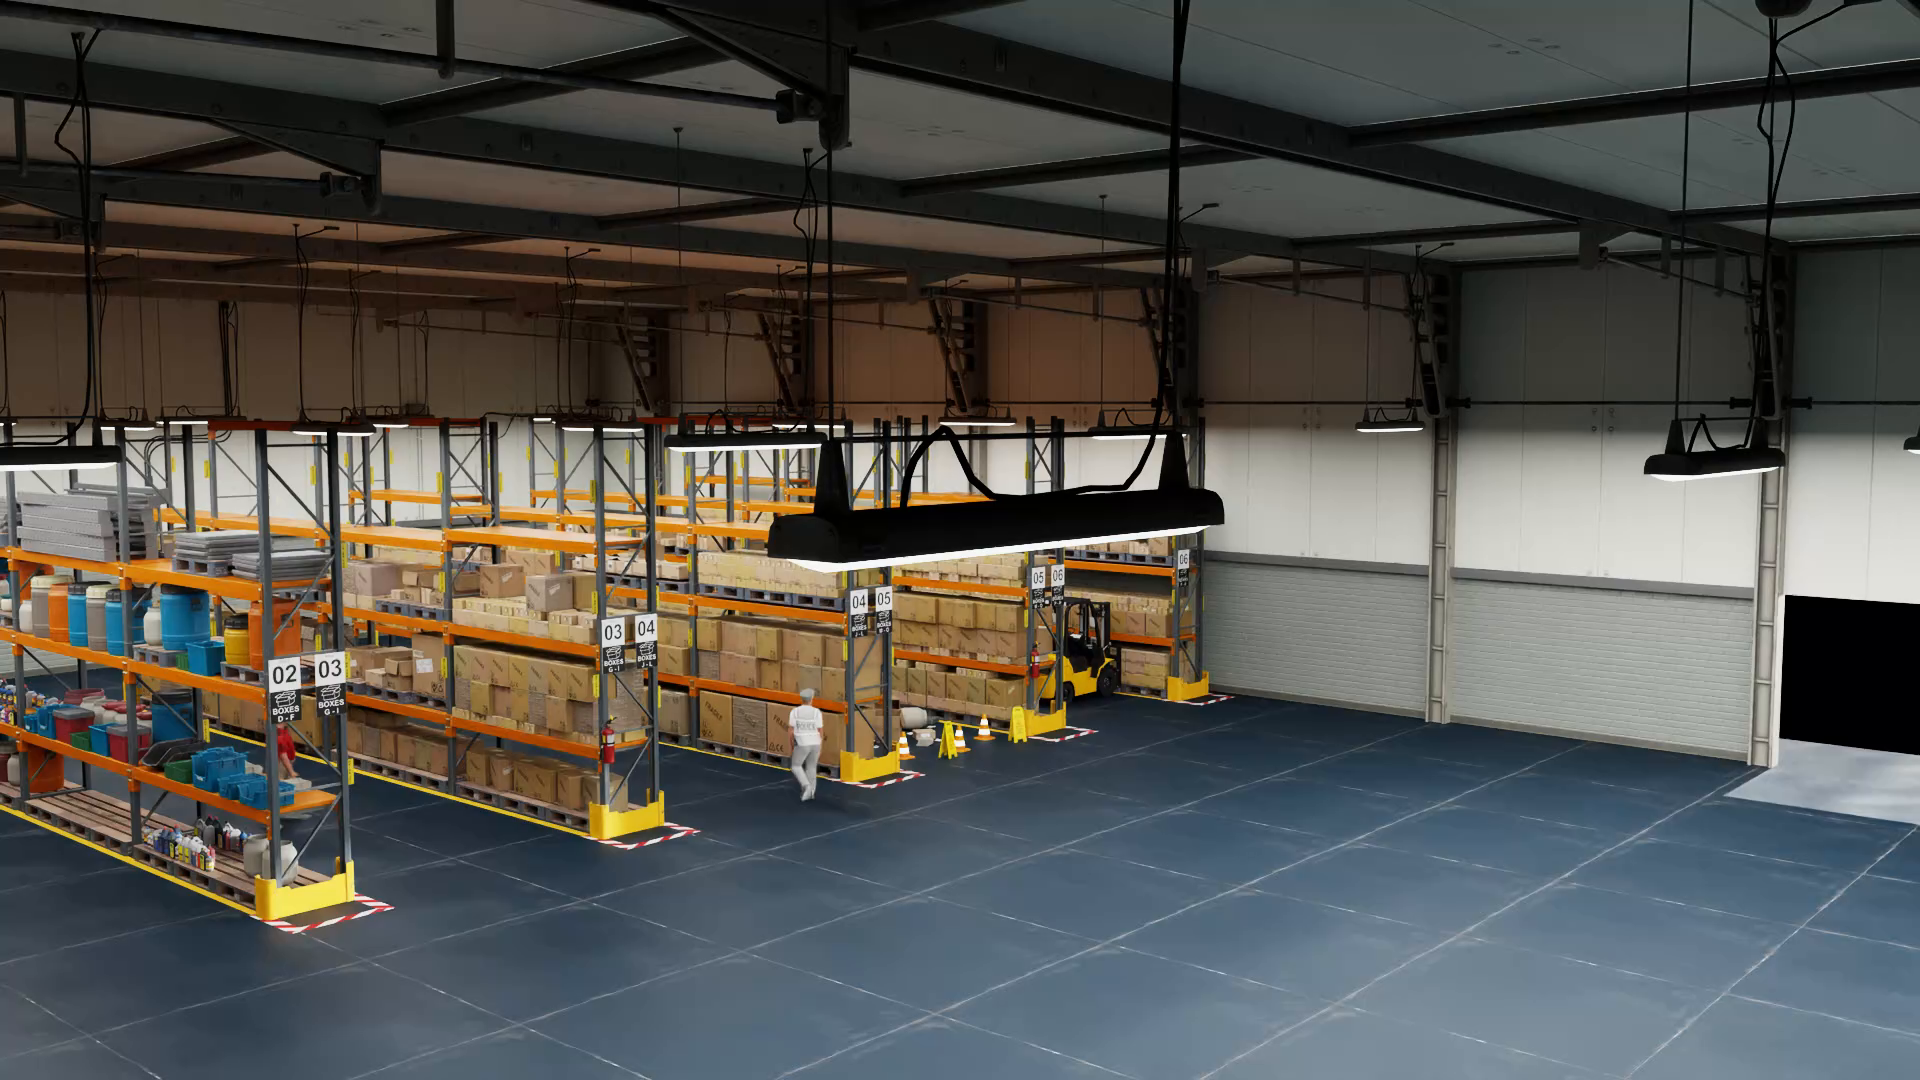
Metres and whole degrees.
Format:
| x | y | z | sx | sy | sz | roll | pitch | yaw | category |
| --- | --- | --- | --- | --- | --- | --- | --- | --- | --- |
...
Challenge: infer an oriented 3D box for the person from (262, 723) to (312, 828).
| x | y | z | sx | sy | sz | roll | pitch | yaw | category |
| --- | --- | --- | --- | --- | --- | --- | --- | --- | --- |
| -10.099 | 3.415 | 24.868 | 0.623 | 1.727 | 0.751 | -1 | 5 | -13 | person |

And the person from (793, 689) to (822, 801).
| x | y | z | sx | sy | sz | roll | pitch | yaw | category |
| --- | --- | --- | --- | --- | --- | --- | --- | --- | --- |
| -2.412 | 3.243 | 26.357 | 0.473 | 1.762 | 0.558 | -2 | 5 | -26 | person |
